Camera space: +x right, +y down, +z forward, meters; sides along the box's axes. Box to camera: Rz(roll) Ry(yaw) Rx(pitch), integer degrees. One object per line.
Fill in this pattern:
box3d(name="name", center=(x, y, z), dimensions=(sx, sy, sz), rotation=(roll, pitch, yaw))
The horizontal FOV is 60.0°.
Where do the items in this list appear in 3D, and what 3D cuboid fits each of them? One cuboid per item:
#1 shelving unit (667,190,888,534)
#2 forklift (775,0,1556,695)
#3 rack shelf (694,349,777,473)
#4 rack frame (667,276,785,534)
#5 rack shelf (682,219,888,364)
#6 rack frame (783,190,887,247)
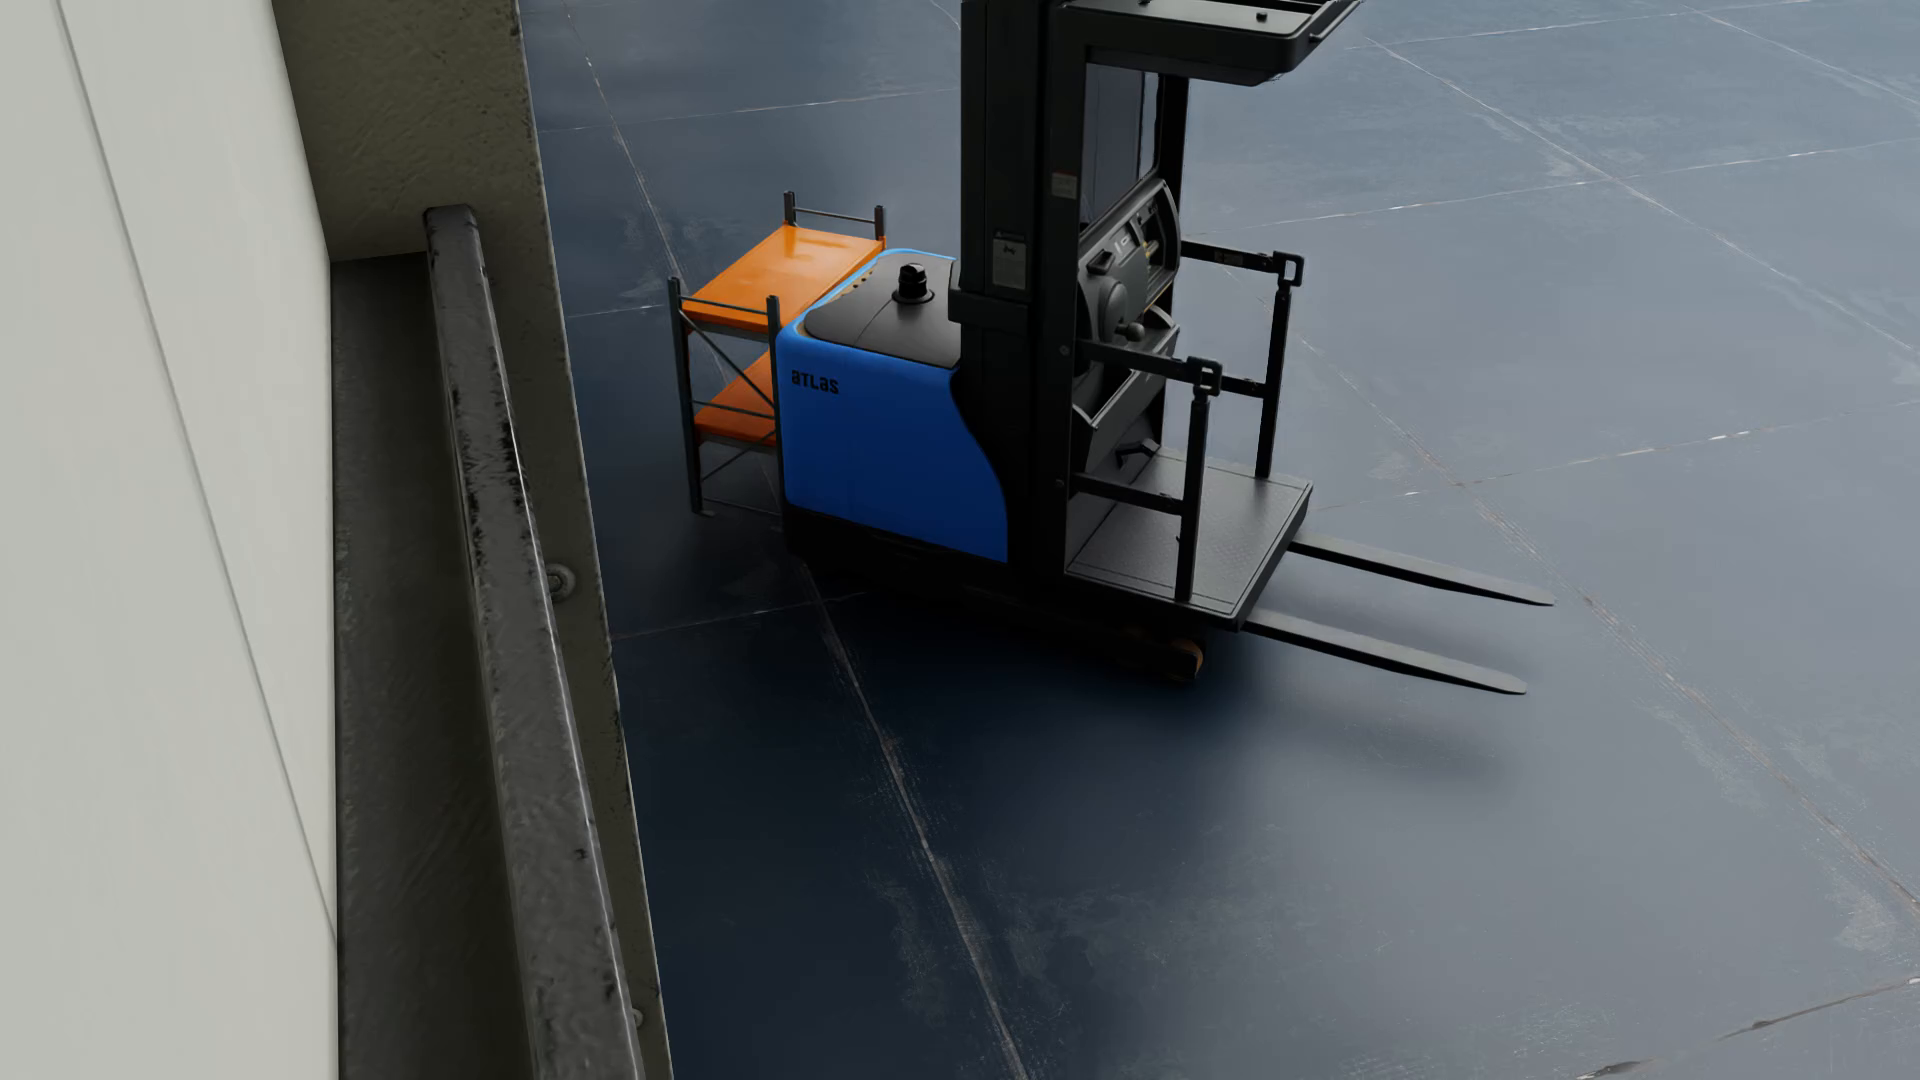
box3d(name="shelving unit", center=(-0.763, -0.808, 7.414), dimensions=(0.538, 1.125, 1.048), rotation=(13, 36, 19))
box3d(name="forklift", center=(0.814, -1.015, 6.089), dimensions=(3.031, 2.935, 1.130), rotation=(15, 36, 21))
box3d(name="rack shelf", center=(-0.762, -0.604, 7.549), dimensions=(0.538, 0.278, 1.000), rotation=(13, 36, 19))
box3d(name="rack frame", center=(-0.959, -0.549, 7.023), dimensions=(0.500, 1.125, 0.032), rotation=(13, 36, 19))
box3d(name="rack shelf", center=(-0.763, -1.052, 7.253), dimensions=(0.538, 0.278, 1.000), rotation=(13, 36, 19))
box3d(name="rack frame", center=(-0.567, -1.067, 7.806), dimensions=(0.500, 1.125, 0.032), rotation=(13, 36, 19))
